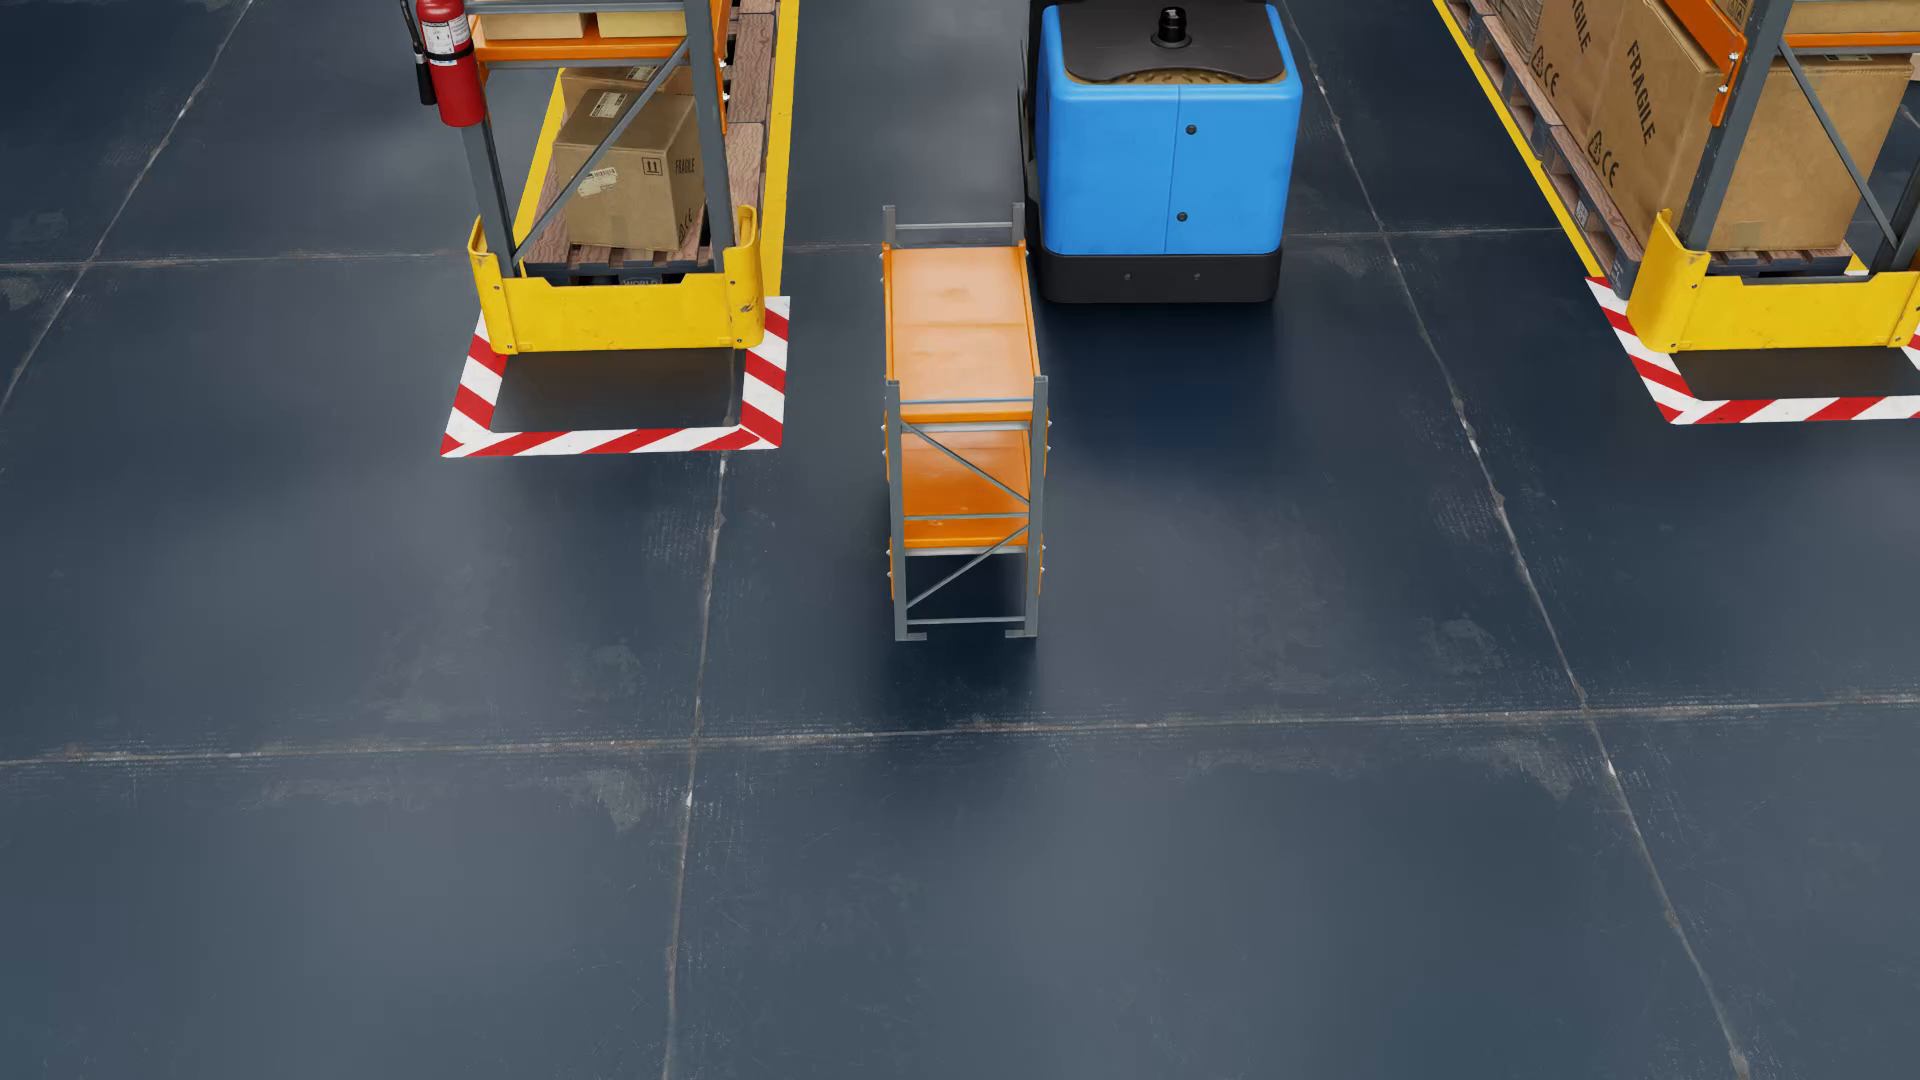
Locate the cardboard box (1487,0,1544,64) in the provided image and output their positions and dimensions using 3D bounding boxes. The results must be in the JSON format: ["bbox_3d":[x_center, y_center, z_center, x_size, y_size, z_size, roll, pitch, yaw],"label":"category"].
[{"bbox_3d":[3.352,-3.092,8.665,0.875,0.875,0.875,-1,43,-1],"label":"cardboard box"}]

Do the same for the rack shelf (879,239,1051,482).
[{"bbox_3d":[0.000,-0.635,5.677,0.538,0.278,1.000,-2,43,-2],"label":"rack shelf"}]

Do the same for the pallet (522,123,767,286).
[{"bbox_3d":[-1.440,-1.554,7.789,1.003,0.211,1.213,-2,43,-2],"label":"pallet"}]

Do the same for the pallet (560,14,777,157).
[{"bbox_3d":[-1.488,-2.375,8.685,1.003,0.211,1.213,-2,43,-2],"label":"pallet"}]

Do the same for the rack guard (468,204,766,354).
[{"bbox_3d":[-1.440,-1.111,7.092,1.175,0.500,0.348,-2,43,-2],"label":"rack guard"}]

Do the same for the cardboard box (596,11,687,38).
[{"bbox_3d":[-1.211,-2.087,6.493,0.380,0.149,0.250,-2,43,-2],"label":"cardboard box"}]

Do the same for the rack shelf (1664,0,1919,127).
[{"bbox_3d":[3.438,-3.140,7.988,1.077,0.370,4.000,-2,43,-2],"label":"rack shelf"}]

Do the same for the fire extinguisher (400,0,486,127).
[{"bbox_3d":[-1.893,-1.862,6.118,0.296,0.674,0.183,-2,43,-2],"label":"fire extinguisher"}]

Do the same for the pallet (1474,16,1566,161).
[{"bbox_3d":[3.362,-2.386,8.697,1.003,0.211,1.213,-2,43,-2],"label":"pallet"}]

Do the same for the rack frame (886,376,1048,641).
[{"bbox_3d":[0.021,-0.076,5.500,0.500,1.125,0.032,-2,43,-2],"label":"rack frame"}]

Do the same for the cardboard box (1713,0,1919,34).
[{"bbox_3d":[3.462,-2.359,6.493,0.875,0.550,0.550,-2,43,-2],"label":"cardboard box"}]

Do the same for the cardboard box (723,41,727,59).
[{"bbox_3d":[-1.493,-2.840,8.668,0.500,0.500,0.500,-5,43,-6],"label":"cardboard box"}]

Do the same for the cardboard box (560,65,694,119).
[{"bbox_3d":[-1.507,-2.039,7.793,0.500,0.500,0.500,9,43,9],"label":"cardboard box"}]

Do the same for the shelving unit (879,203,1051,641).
[{"bbox_3d":[0.000,-0.419,5.875,0.538,1.125,1.048,-2,43,-2],"label":"shelving unit"}]

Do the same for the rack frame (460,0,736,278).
[{"bbox_3d":[-1.437,-1.981,6.191,1.000,3.000,0.127,-2,43,-2],"label":"rack frame"}]

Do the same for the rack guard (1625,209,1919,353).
[{"bbox_3d":[3.524,-1.117,7.099,1.175,0.500,0.348,-2,43,-2],"label":"rack guard"}]

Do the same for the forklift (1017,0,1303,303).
[{"bbox_3d":[0.862,-3.088,7.449,1.130,2.935,3.031,0,43,0],"label":"forklift"}]

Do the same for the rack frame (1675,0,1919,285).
[{"bbox_3d":[3.523,-2.055,6.272,1.000,3.000,0.127,-2,43,-2],"label":"rack frame"}]

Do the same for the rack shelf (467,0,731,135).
[{"bbox_3d":[-1.522,-3.066,7.907,1.077,0.370,4.000,-2,43,-2],"label":"rack shelf"}]

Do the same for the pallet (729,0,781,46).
[{"bbox_3d":[-1.543,-3.201,9.586,1.003,0.211,1.213,-2,43,-2],"label":"pallet"}]

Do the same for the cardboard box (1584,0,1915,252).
[{"bbox_3d":[3.428,-1.882,7.345,0.875,0.875,0.875,-1,43,-2],"label":"cardboard box"}]

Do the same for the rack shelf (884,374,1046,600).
[{"bbox_3d":[0.000,-0.239,6.040,0.538,0.278,1.000,-2,43,-2],"label":"rack shelf"}]

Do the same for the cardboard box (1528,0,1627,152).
[{"bbox_3d":[3.388,-2.476,7.993,0.875,0.875,0.875,-2,43,-2],"label":"cardboard box"}]

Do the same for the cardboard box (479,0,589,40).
[{"bbox_3d":[-1.656,-2.075,6.479,0.380,0.149,0.250,-2,43,-2],"label":"cardboard box"}]

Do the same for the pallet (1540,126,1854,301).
[{"bbox_3d":[3.410,-1.564,7.801,1.003,0.211,1.213,-2,43,-2],"label":"pallet"}]

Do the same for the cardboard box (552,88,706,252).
[{"bbox_3d":[-1.447,-1.636,7.354,0.500,0.500,0.500,6,43,6],"label":"cardboard box"}]

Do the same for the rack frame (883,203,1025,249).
[{"bbox_3d":[-0.022,-0.762,6.249,0.500,1.125,0.032,-2,43,-2],"label":"rack frame"}]

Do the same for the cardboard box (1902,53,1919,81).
[{"bbox_3d":[5.266,-2.640,8.933,0.396,0.266,0.258,5,43,6],"label":"cardboard box"}]

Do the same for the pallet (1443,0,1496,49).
[{"bbox_3d":[3.307,-3.212,9.598,1.003,0.211,1.213,-2,43,-2],"label":"pallet"}]
